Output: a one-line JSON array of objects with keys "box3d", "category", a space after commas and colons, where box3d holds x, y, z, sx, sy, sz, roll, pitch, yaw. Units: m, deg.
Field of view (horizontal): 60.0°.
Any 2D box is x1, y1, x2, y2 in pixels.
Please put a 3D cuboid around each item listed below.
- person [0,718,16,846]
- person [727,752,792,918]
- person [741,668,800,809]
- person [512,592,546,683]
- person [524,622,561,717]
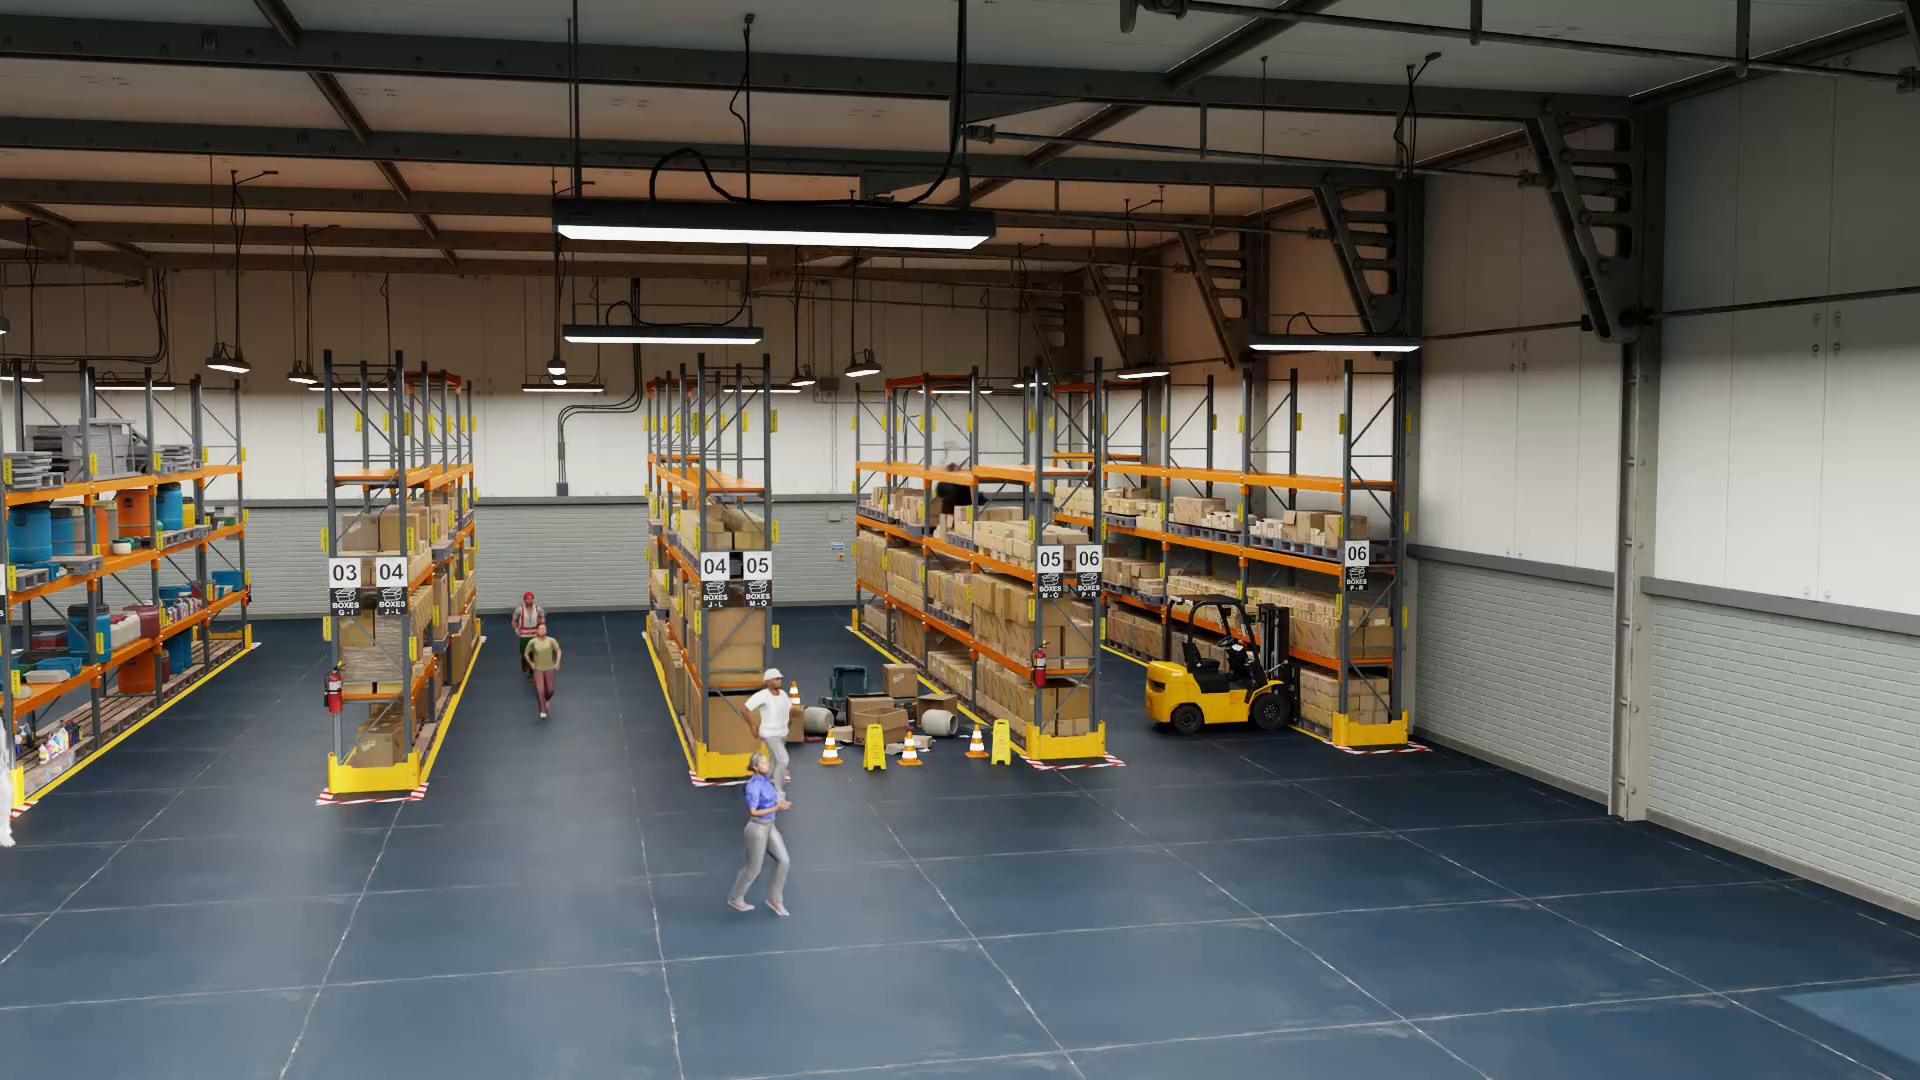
[{"box3d": [-11.558, 2.747, 19.742, 0.788, 1.860, 0.701, 1, 4, 20], "category": "person"}, {"box3d": [-2.019, 3.005, 16.885, 0.714, 1.714, 0.556, 1, 4, 18], "category": "person"}, {"box3d": [-2.449, 2.601, 21.856, 0.776, 1.834, 0.672, 2, 5, 29], "category": "person"}, {"box3d": [-8.386, 1.881, 32.396, 0.655, 1.762, 0.823, -2, 4, -21], "category": "person"}, {"box3d": [-7.149, 2.207, 28.476, 0.624, 1.623, 0.596, -1, 4, -20], "category": "person"}]
